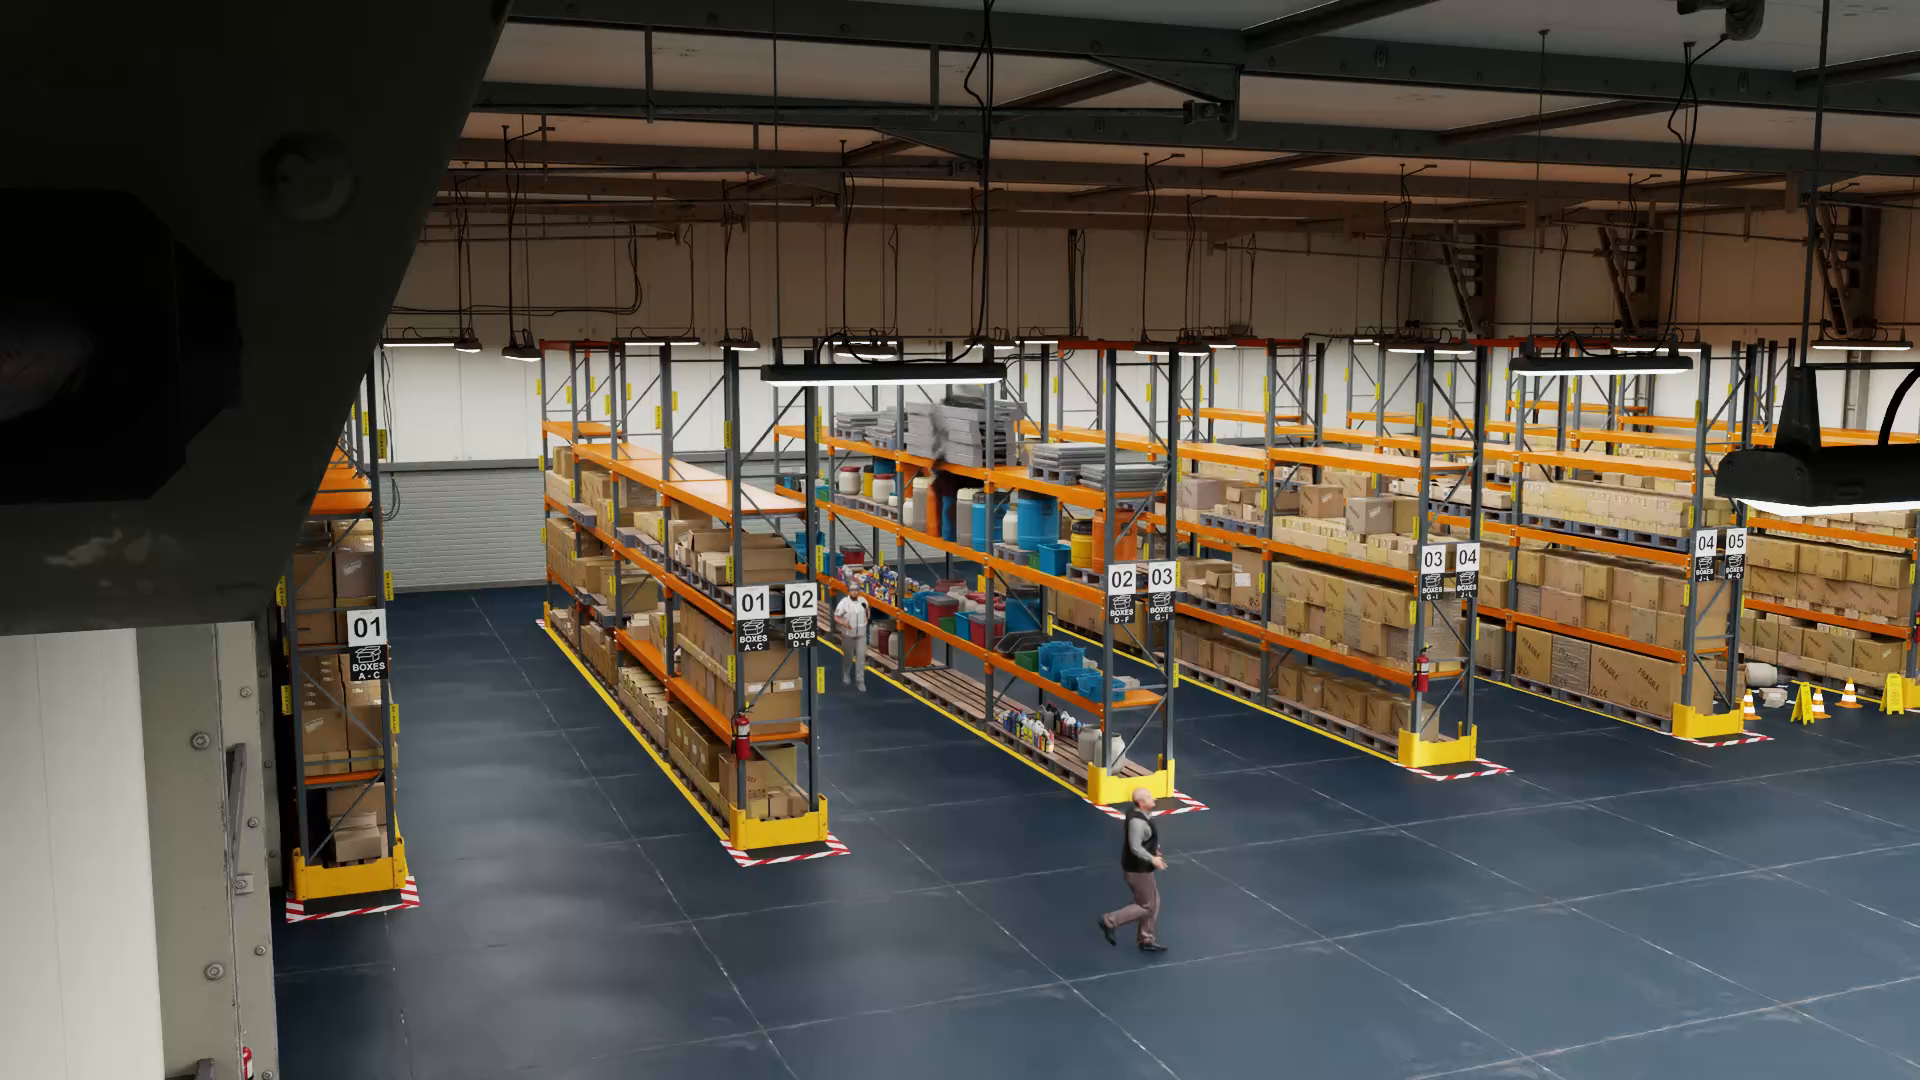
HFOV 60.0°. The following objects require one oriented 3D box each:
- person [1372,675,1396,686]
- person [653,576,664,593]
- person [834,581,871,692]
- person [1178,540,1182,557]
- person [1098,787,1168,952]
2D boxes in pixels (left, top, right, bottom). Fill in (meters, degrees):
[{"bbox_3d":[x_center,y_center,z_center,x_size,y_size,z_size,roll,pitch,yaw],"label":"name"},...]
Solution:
[{"bbox_3d":[7.539,1.710,28.867,0.680,1.728,0.794,-4,8,-28],"label":"person"},{"bbox_3d":[-6.210,0.946,35.143,0.681,1.720,0.613,7,10,41],"label":"person"},{"bbox_3d":[-1.760,1.575,27.703,0.670,1.786,0.886,-2,8,-18],"label":"person"},{"bbox_3d":[5.358,0.050,41.792,0.705,1.703,0.728,2,8,15],"label":"person"},{"bbox_3d":[1.754,3.329,16.811,0.723,1.710,0.667,0,7,0],"label":"person"}]
